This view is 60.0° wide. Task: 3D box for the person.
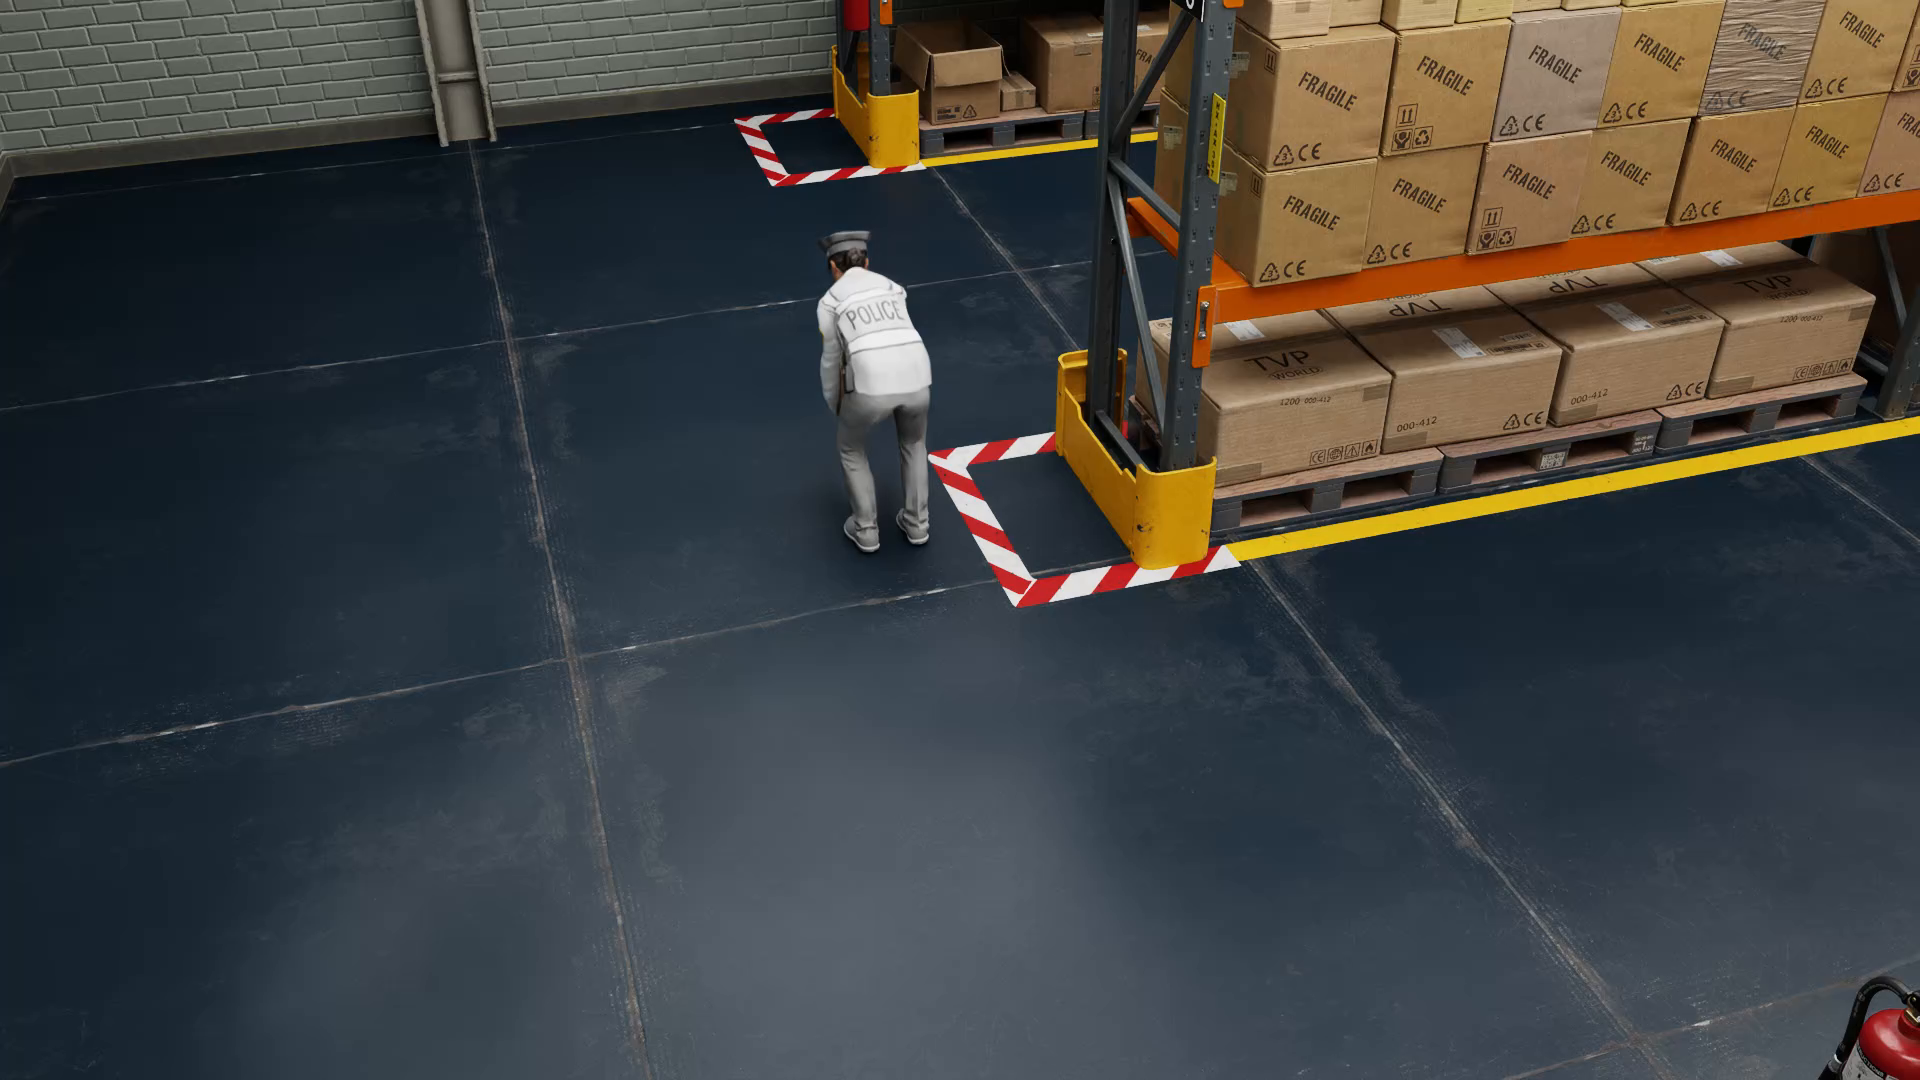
[{"bbox_3d":[-0.400,-0.674,7.443,0.417,1.326,0.866,-11,36,-16],"label":"person"}]
